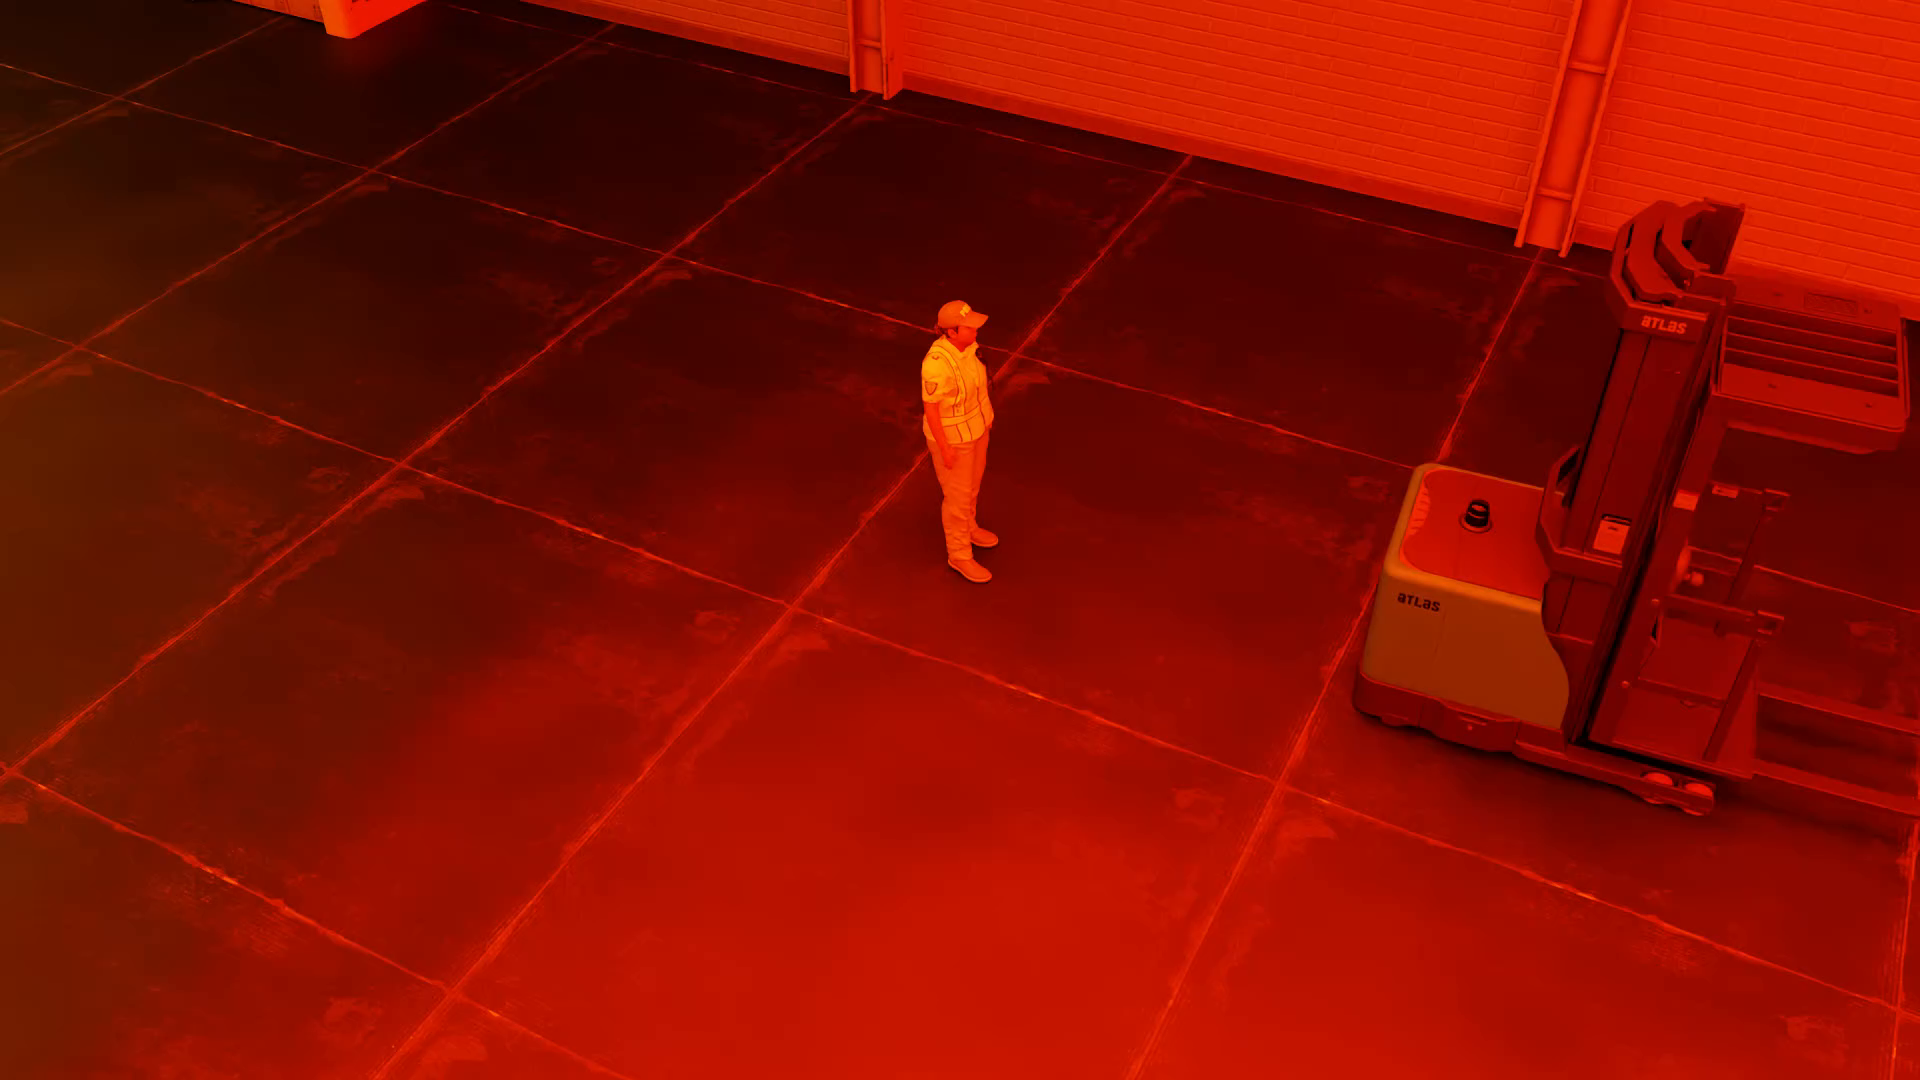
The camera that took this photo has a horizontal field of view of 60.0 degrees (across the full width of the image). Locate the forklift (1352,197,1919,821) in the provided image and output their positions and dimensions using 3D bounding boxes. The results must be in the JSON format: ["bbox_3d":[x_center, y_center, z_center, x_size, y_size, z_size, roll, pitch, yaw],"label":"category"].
[{"bbox_3d":[3.717,-0.095,8.099,3.031,2.935,1.130,15,42,17],"label":"forklift"}]

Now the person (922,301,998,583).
[{"bbox_3d":[0.057,-0.608,9.677,0.529,1.670,0.598,18,43,21],"label":"person"}]
